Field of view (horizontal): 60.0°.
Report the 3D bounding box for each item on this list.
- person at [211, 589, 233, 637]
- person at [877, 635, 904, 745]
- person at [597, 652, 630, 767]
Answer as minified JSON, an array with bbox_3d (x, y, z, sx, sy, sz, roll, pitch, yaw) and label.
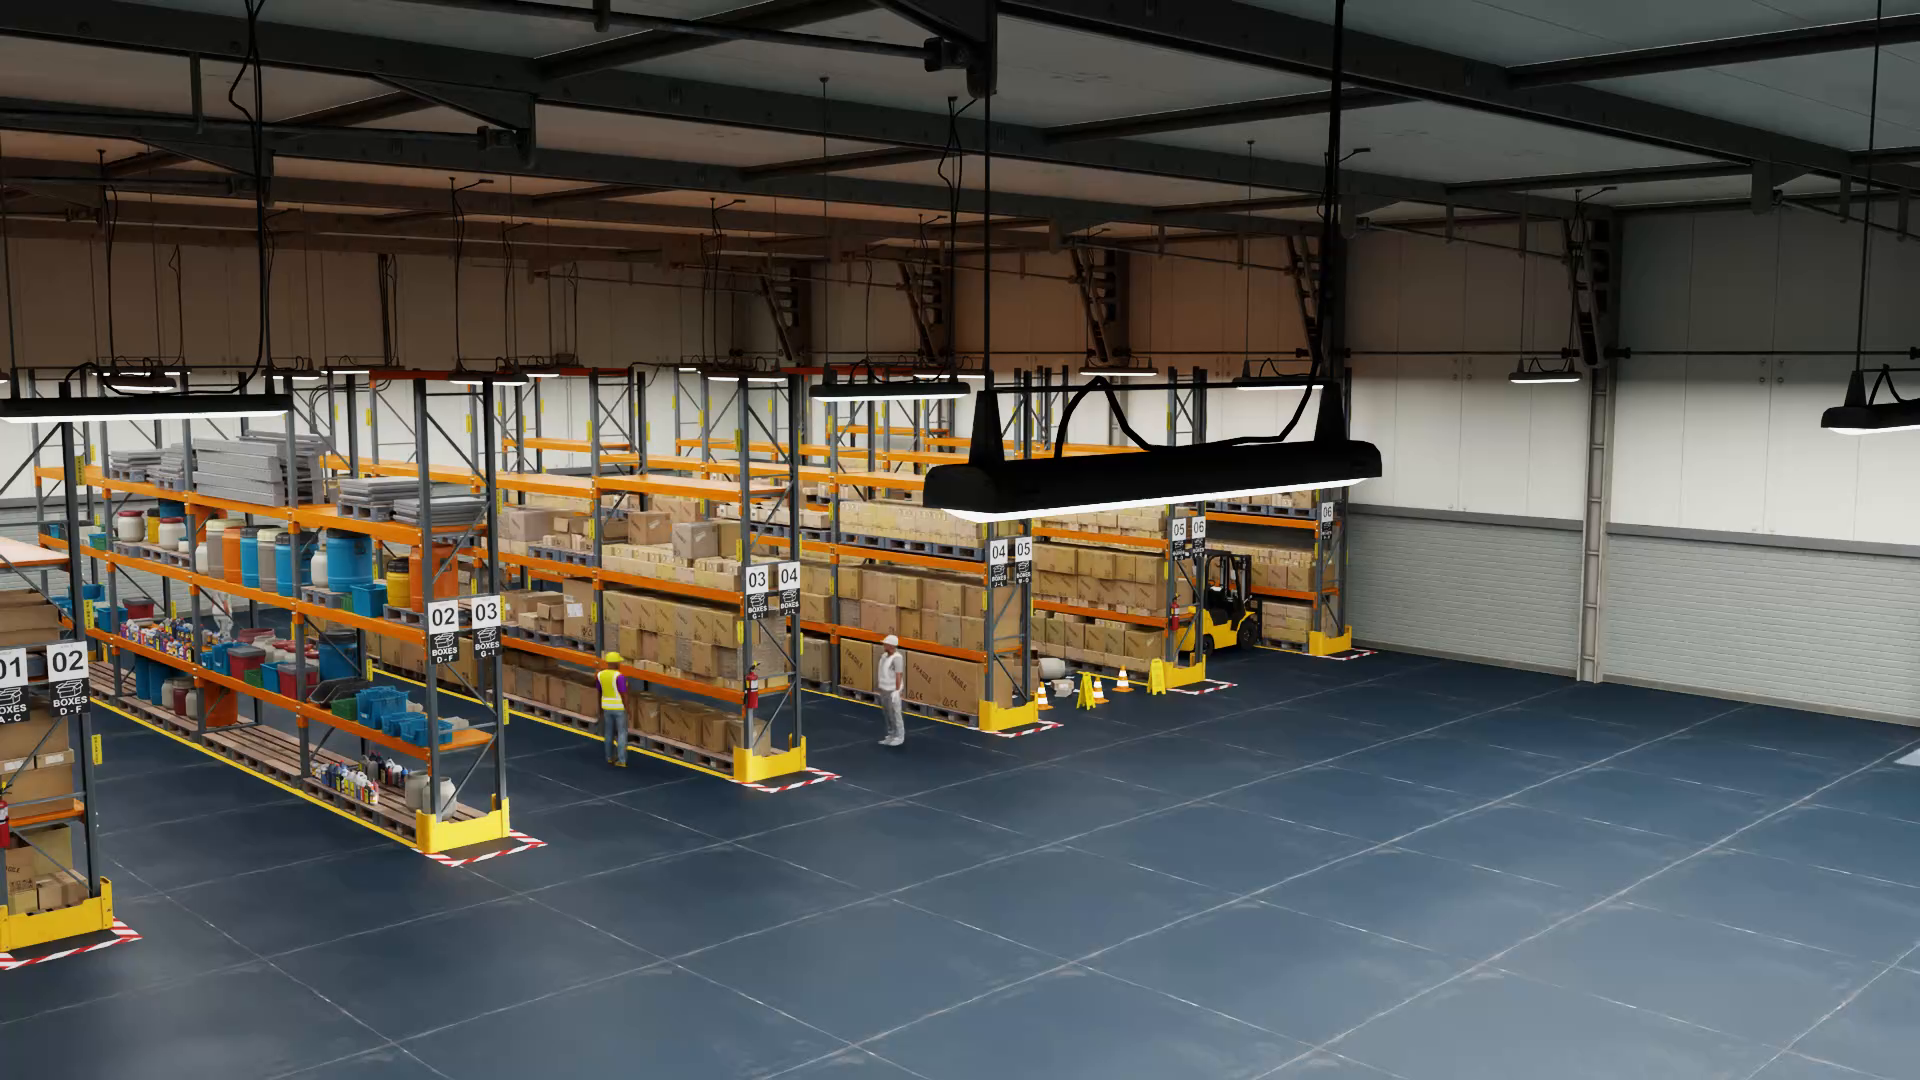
[{"bbox_3d":[-15.262,1.540,34.428,0.536,1.782,0.458,3,7,22],"label":"person"},{"bbox_3d":[-1.108,2.431,26.800,0.375,1.818,0.634,-4,8,-33],"label":"person"},{"bbox_3d":[-5.295,2.581,25.589,0.553,1.767,0.590,2,7,15],"label":"person"}]
